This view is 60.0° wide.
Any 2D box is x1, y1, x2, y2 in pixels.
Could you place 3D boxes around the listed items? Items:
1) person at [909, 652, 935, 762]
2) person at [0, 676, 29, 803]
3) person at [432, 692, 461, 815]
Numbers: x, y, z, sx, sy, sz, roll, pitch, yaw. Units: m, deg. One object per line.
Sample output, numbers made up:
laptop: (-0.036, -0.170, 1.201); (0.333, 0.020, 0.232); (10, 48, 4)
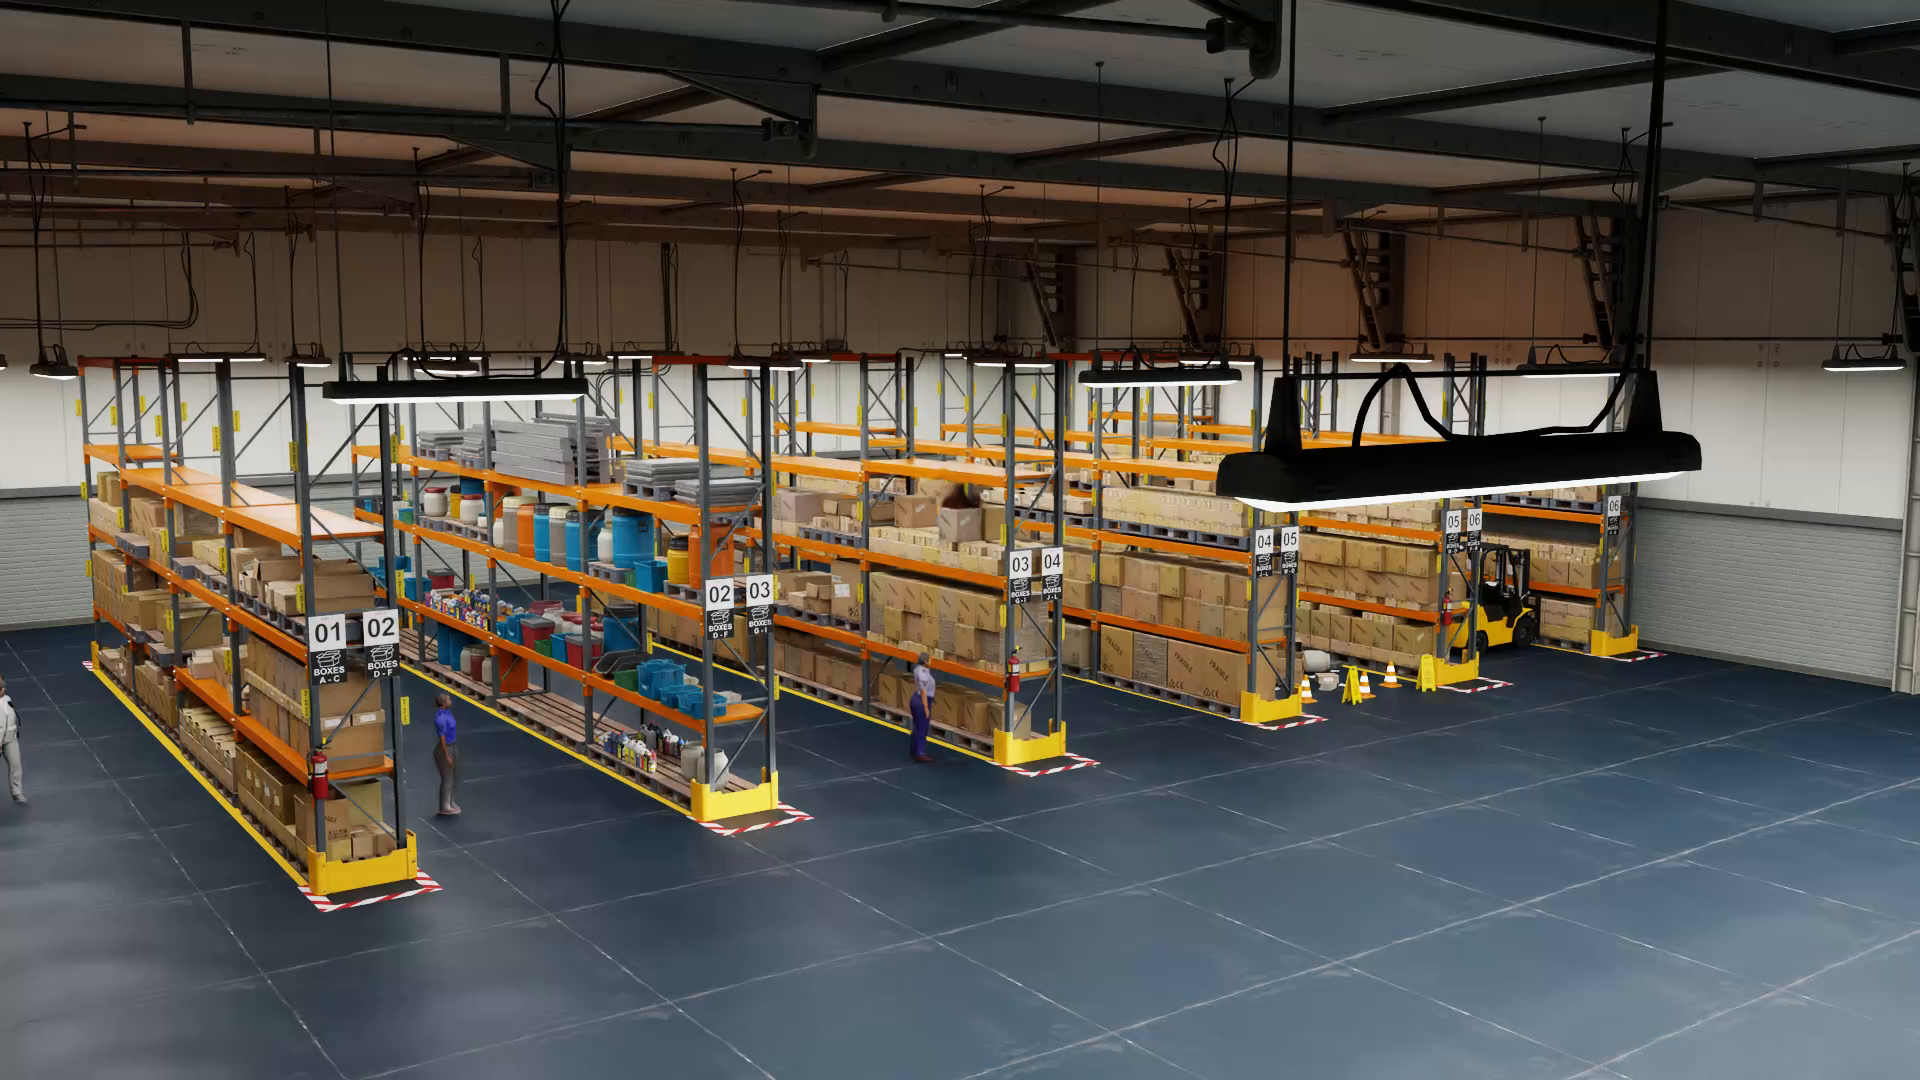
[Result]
person: (-0.566, 2.494, 24.981); (0.368, 1.654, 0.511); (-2, 7, -13)
person: (-13.130, 2.719, 22.739); (0.518, 1.727, 1.025); (-6, 9, -42)
person: (-6.845, 2.849, 22.212); (0.371, 1.682, 0.546); (1, 7, 6)
